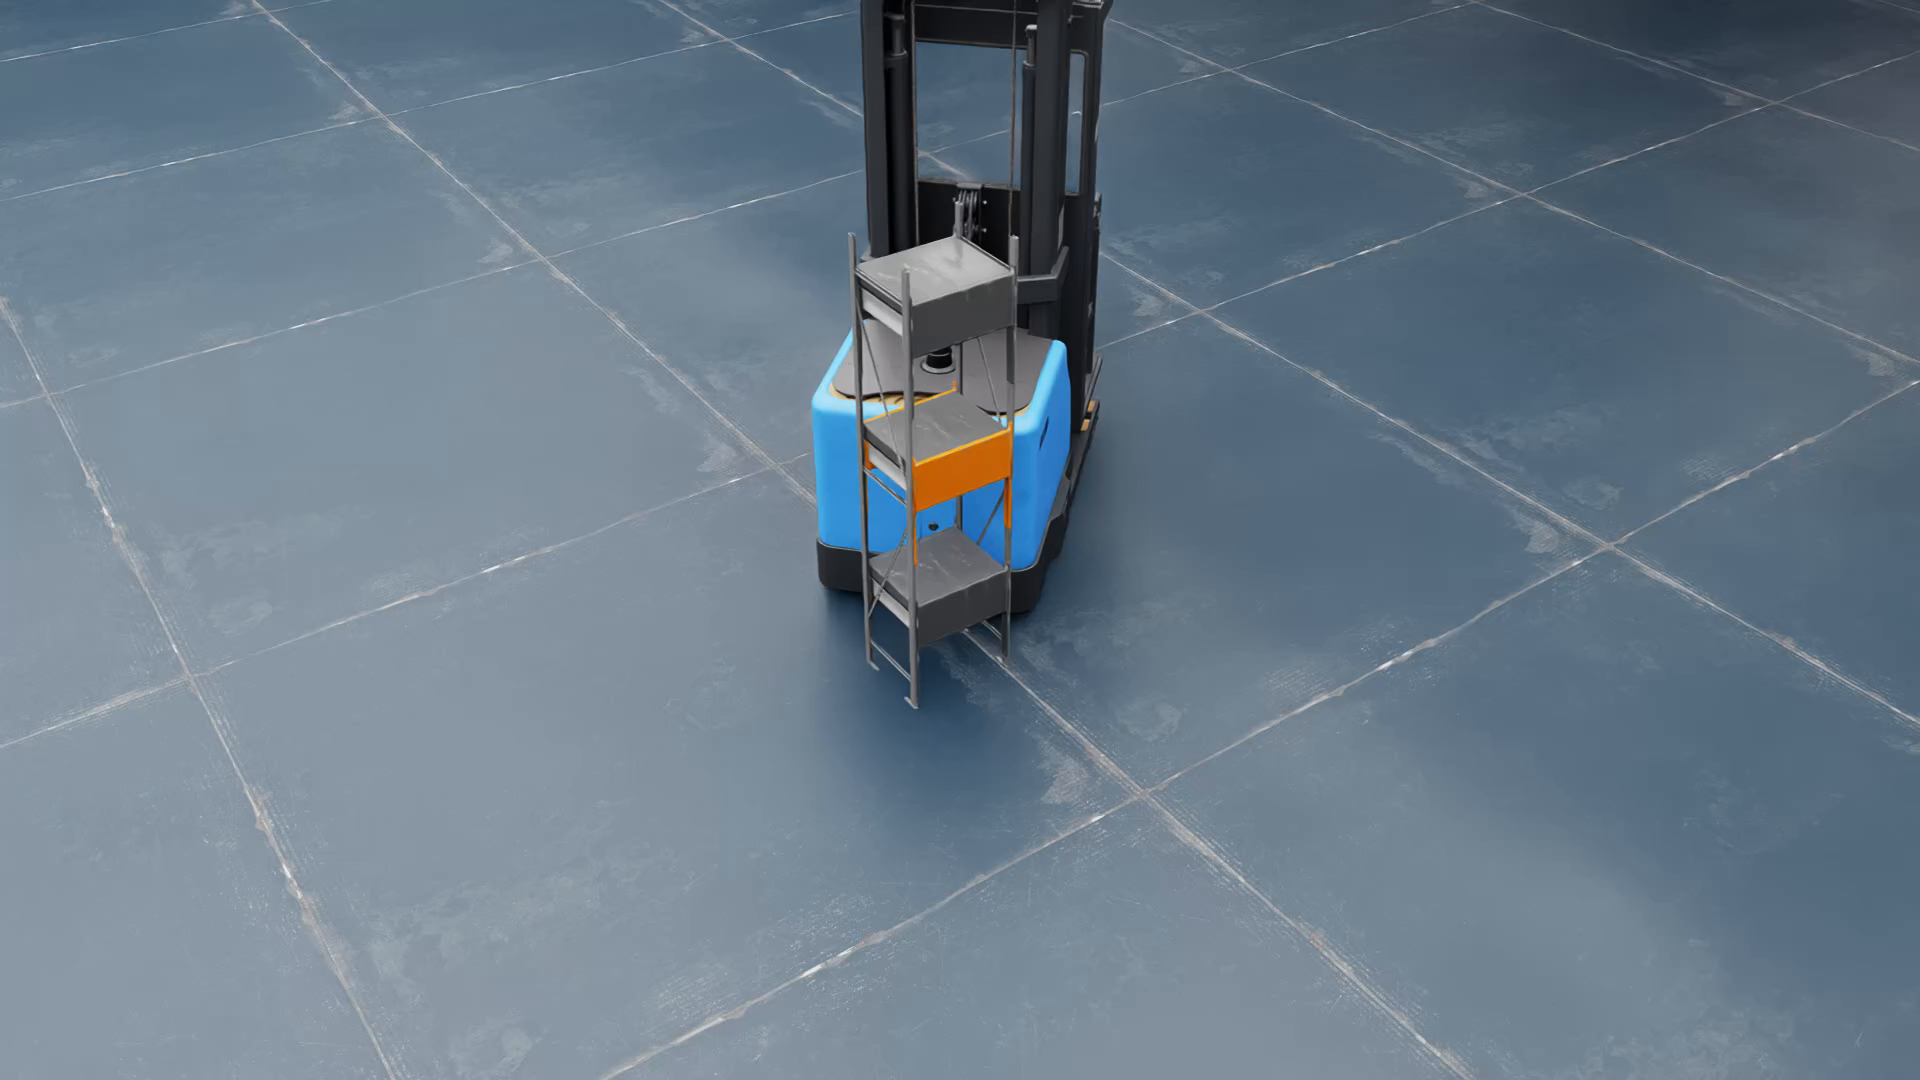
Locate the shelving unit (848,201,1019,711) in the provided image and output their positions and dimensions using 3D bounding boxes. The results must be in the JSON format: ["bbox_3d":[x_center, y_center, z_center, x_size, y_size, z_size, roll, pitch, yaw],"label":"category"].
[{"bbox_3d":[-0.101,-0.291,6.856,0.503,2.100,0.431,-22,41,-27],"label":"shelving unit"}]

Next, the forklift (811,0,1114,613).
[{"bbox_3d":[0.148,-1.712,8.120,1.130,2.935,3.031,7,36,10],"label":"forklift"}]

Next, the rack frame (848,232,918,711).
[{"bbox_3d":[-0.302,-0.210,6.744,0.015,2.100,0.400,-22,41,-27],"label":"rack frame"}]

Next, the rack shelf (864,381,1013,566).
[{"bbox_3d":[-0.101,-0.280,6.864,0.480,0.518,0.431,-22,41,-27],"label":"rack shelf"}]

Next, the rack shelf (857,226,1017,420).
[{"bbox_3d":[-0.101,-0.848,6.455,0.480,0.518,0.431,-22,41,-27],"label":"rack shelf"}]

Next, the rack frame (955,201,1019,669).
[{"bbox_3d":[0.100,-0.372,6.969,0.015,2.100,0.400,-22,41,-27],"label":"rack frame"}]

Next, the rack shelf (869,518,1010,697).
[{"bbox_3d":[-0.101,0.288,7.273,0.480,0.518,0.431,-22,41,-27],"label":"rack shelf"}]
